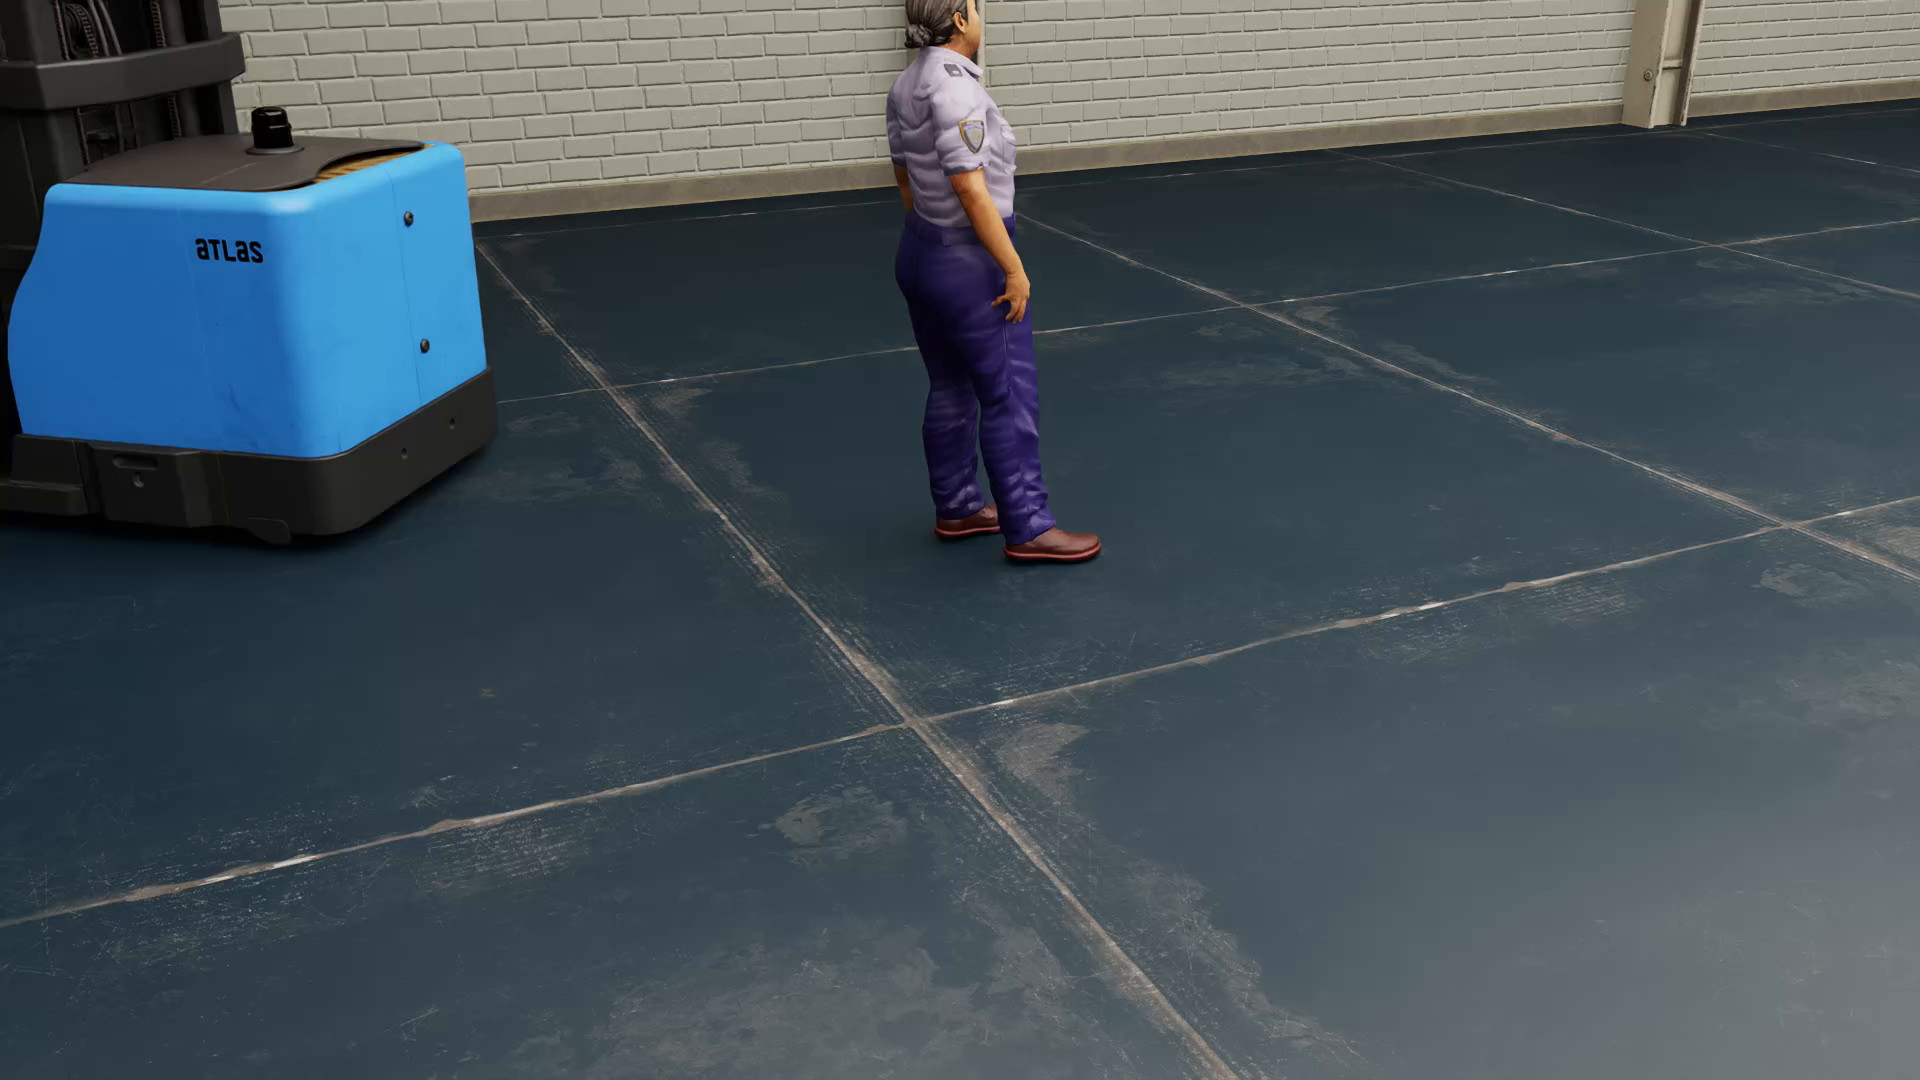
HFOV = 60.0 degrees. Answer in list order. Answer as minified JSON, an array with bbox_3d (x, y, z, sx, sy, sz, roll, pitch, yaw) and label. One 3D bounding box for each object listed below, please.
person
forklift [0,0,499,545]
[{"bbox_3d":[0.090,-0.774,4.804,0.503,1.650,0.599,-10,25,-23],"label":"person"},{"bbox_3d":[-3.184,-1.619,5.184,3.031,2.935,1.130,5,23,12],"label":"forklift"}]
